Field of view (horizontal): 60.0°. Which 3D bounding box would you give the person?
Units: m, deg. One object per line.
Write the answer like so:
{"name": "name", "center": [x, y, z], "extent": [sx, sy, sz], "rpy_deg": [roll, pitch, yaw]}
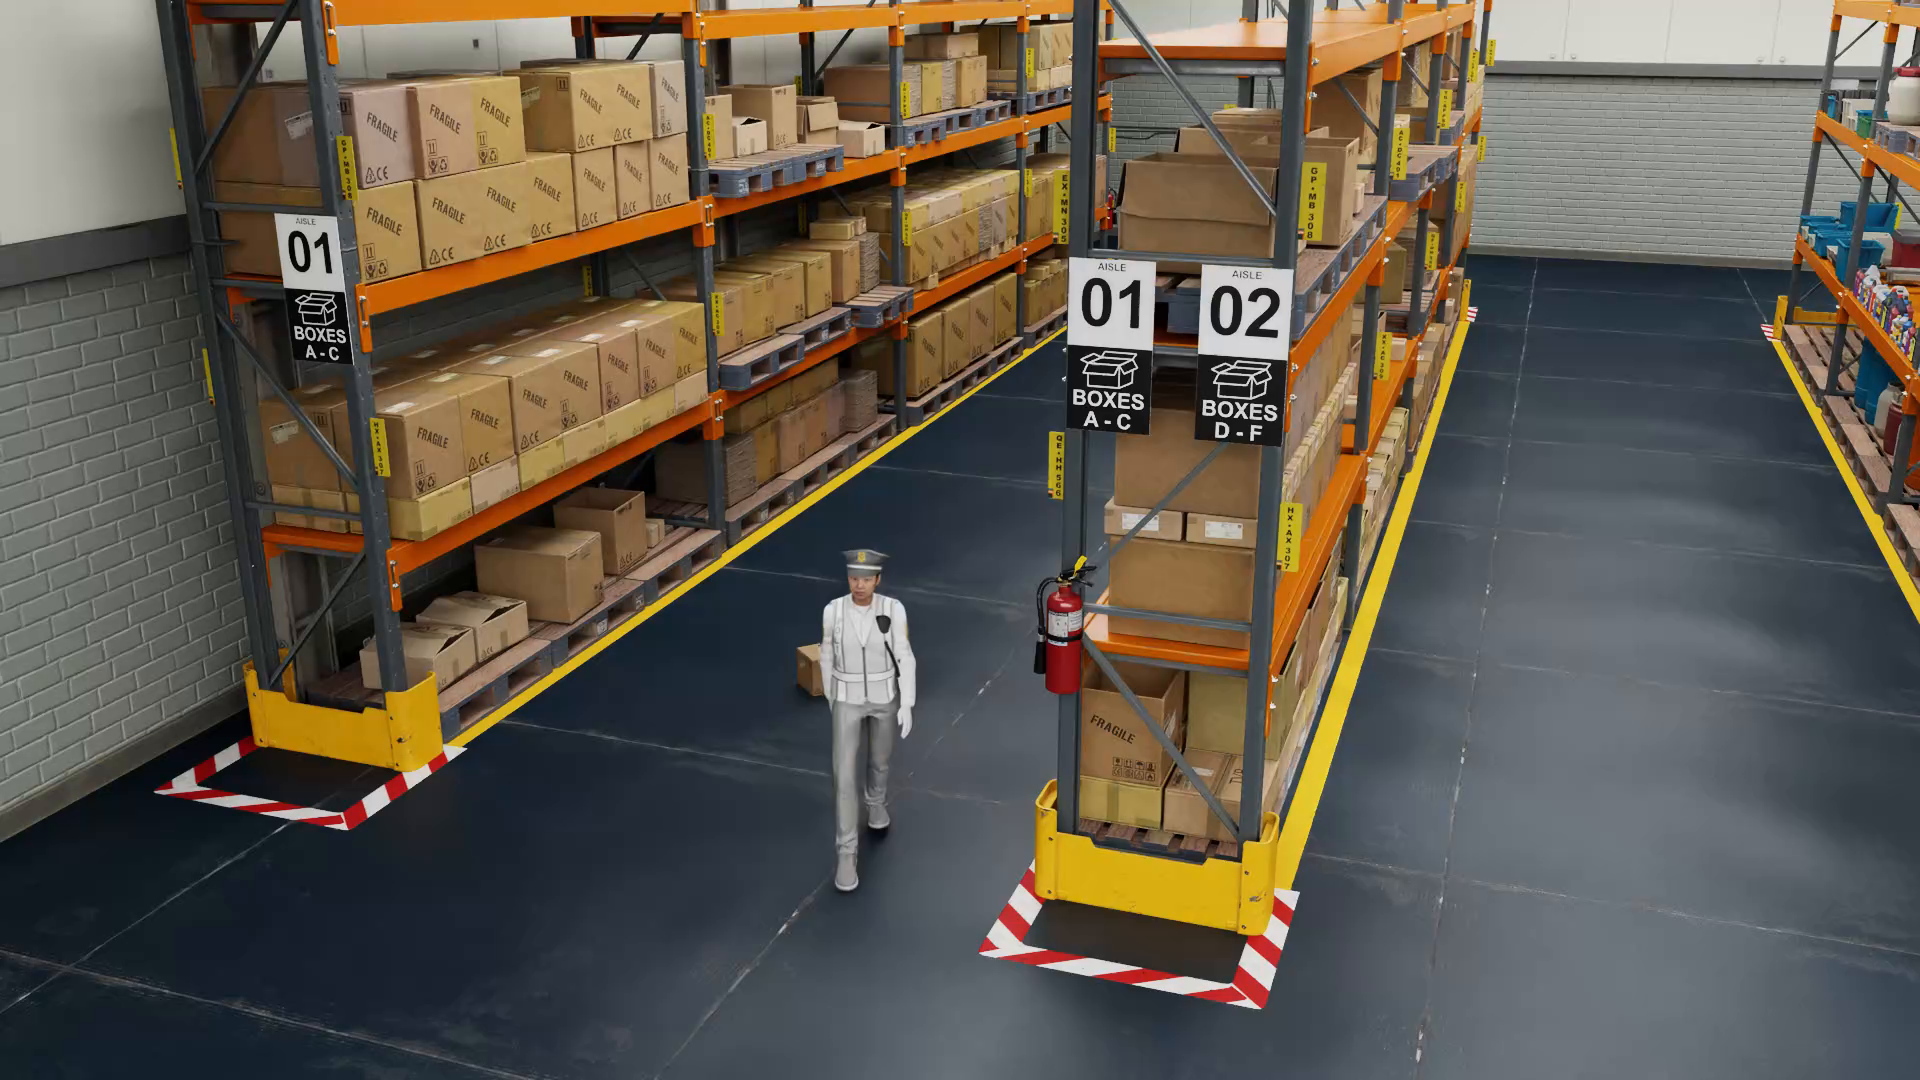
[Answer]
{"name": "person", "center": [-0.467, 0.846, 8.496], "extent": [0.495, 1.646, 0.914], "rpy_deg": [-1, 19, -4]}
